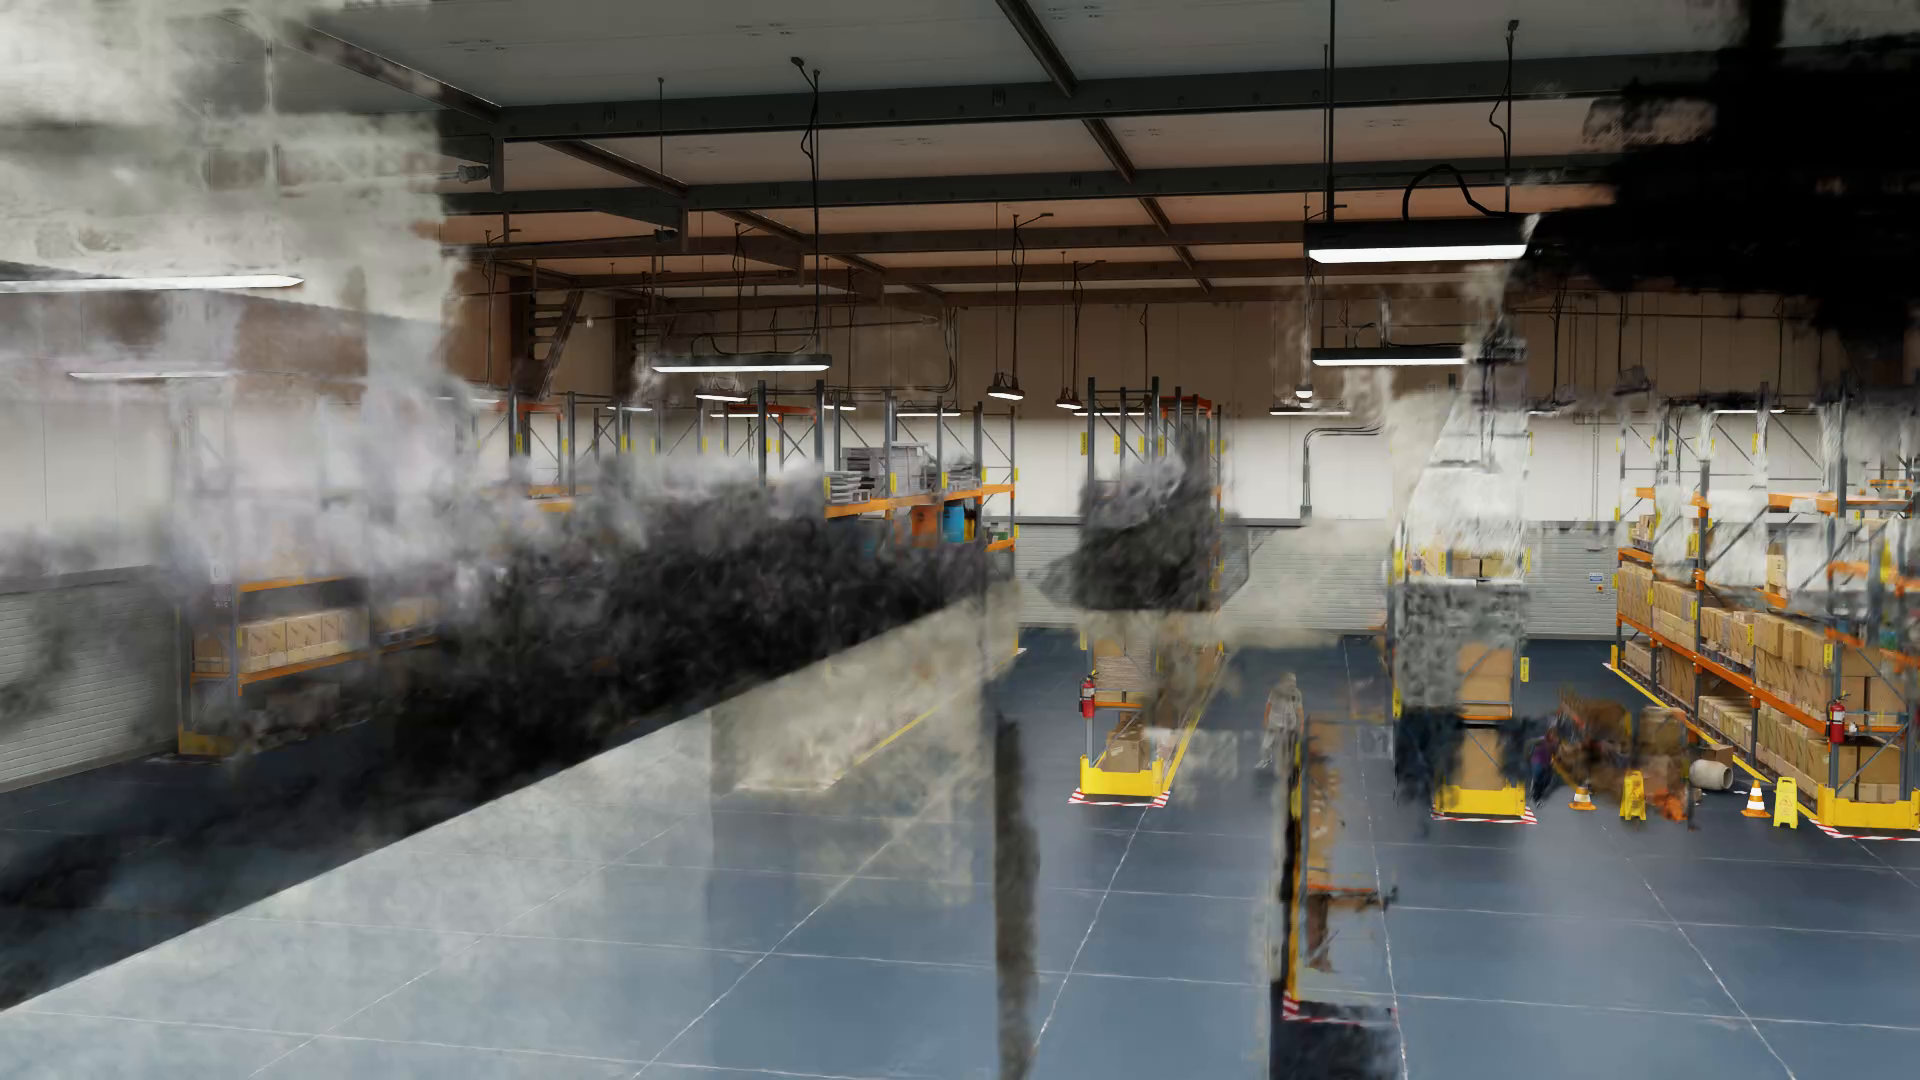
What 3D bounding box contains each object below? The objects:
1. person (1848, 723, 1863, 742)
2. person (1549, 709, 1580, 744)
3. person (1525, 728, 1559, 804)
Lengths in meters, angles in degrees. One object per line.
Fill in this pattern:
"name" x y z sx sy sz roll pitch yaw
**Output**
"person" -1.635 2.128 36.334 0.674 1.689 0.872 0 3 -5
"person" -3.802 1.697 43.197 0.677 1.823 0.868 -3 4 -39
"person" -6.359 2.203 37.388 0.569 1.428 0.741 0 3 -6
